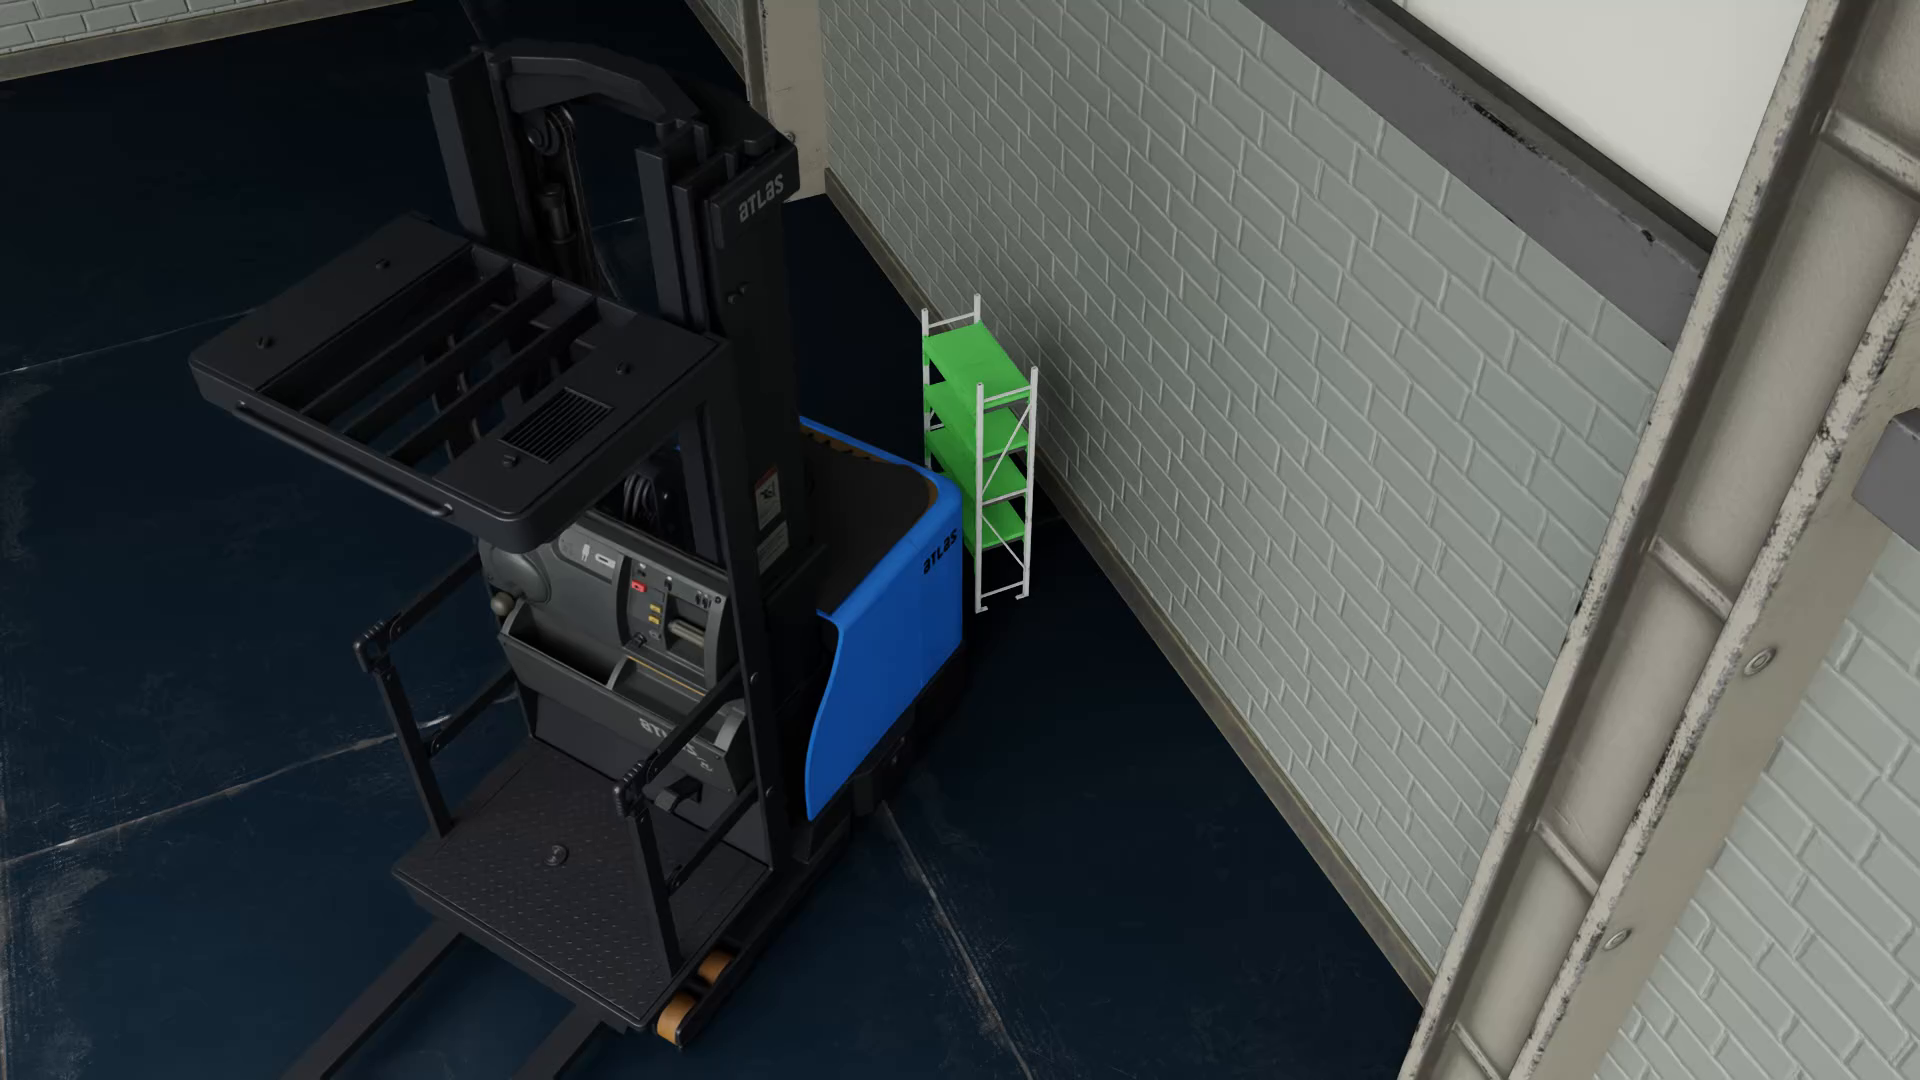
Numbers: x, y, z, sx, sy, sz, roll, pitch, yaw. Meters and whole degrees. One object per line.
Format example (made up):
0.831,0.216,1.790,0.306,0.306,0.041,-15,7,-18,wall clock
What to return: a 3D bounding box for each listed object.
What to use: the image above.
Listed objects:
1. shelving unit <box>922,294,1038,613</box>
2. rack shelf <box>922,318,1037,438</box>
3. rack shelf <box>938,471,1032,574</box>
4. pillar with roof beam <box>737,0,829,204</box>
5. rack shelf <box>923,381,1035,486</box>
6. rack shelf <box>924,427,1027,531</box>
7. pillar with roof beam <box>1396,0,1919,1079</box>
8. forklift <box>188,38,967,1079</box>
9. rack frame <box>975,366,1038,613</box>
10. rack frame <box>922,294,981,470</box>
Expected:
0.070,-0.322,6.591,0.258,1.200,0.503,-18,47,-17,shelving unit
0.070,-0.618,6.298,0.258,0.148,0.480,-18,47,-17,rack shelf
0.070,-0.105,6.804,0.258,0.148,0.480,-18,47,-17,rack shelf
-4.825,-3.910,4.674,9.100,9.000,0.400,-18,47,-17,pillar with roof beam
0.070,-0.447,6.467,0.258,0.148,0.480,-18,47,-17,rack shelf
0.070,-0.276,6.635,0.258,0.148,0.480,-18,47,-17,rack shelf
-2.302,-0.086,0.799,9.100,9.000,0.400,-18,47,-17,pillar with roof beam
-1.182,0.223,4.806,1.130,2.935,3.031,24,49,22,forklift
0.172,-0.166,6.433,0.240,1.200,0.015,-18,47,-17,rack frame
-0.033,-0.477,6.748,0.240,1.200,0.015,-18,47,-17,rack frame
